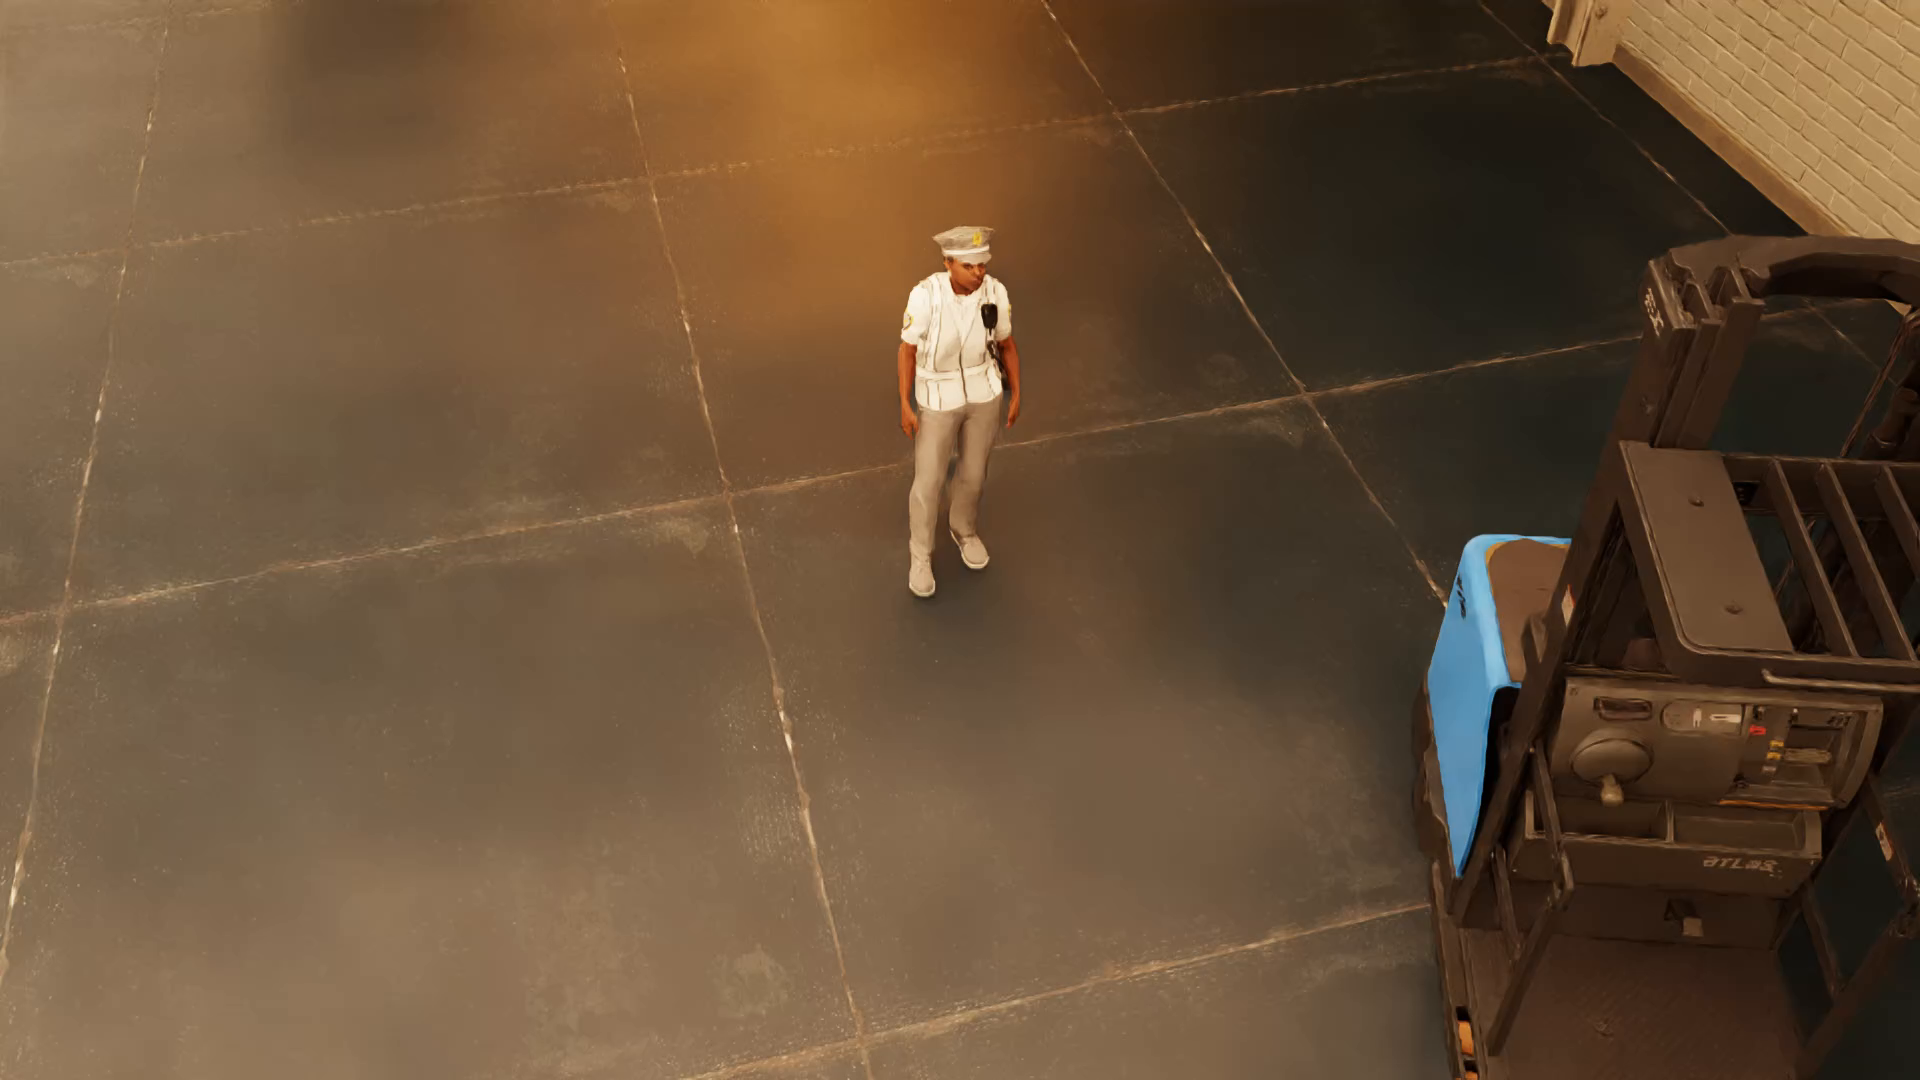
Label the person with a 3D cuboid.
[{"bbox_3d":[0.000,-0.568,7.135,0.570,1.695,0.529,-10,44,-11],"label":"person"}]

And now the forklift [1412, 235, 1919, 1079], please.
[{"bbox_3d":[2.269,0.723,4.881,1.130,2.935,3.031,4,44,4],"label":"forklift"}]
